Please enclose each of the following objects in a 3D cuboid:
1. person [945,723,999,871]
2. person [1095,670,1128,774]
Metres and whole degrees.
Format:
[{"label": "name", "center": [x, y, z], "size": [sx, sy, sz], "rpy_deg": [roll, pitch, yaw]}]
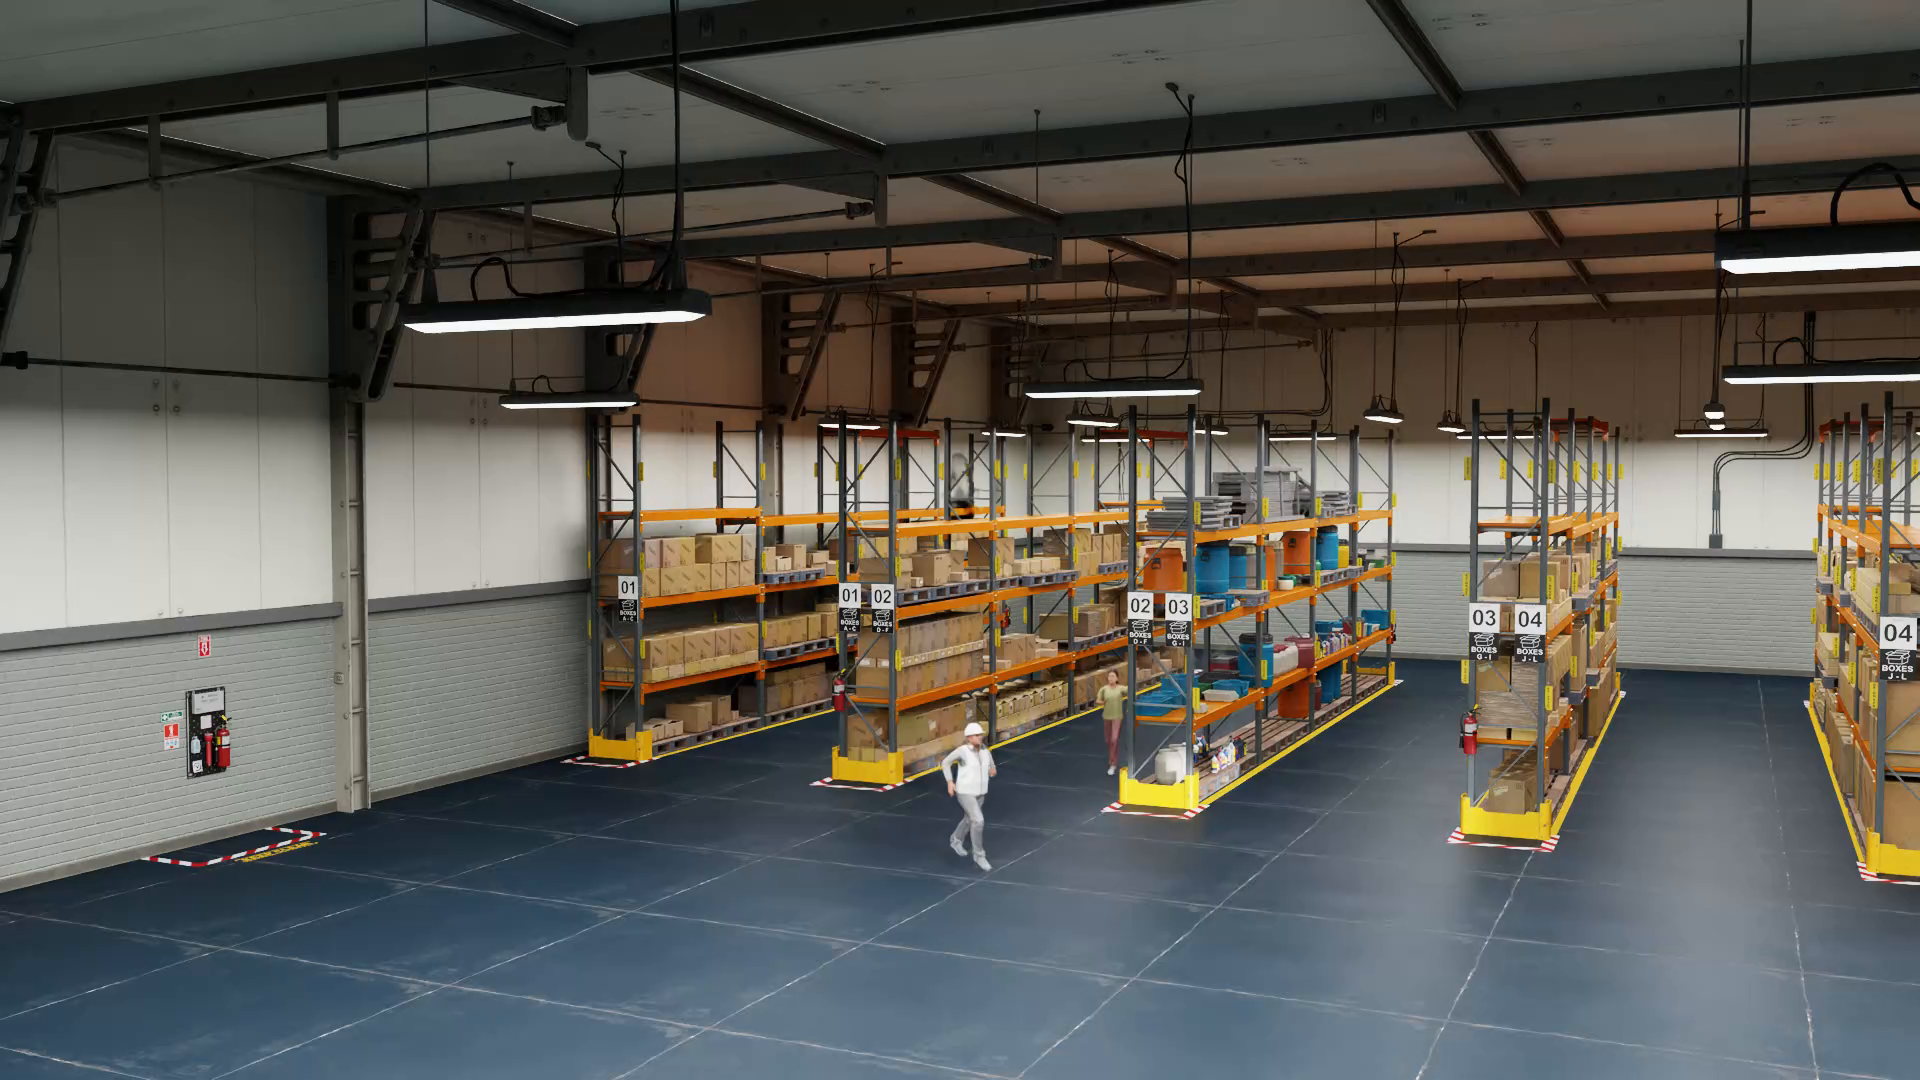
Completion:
[{"label": "person", "center": [0.176, 3.223, 21.128], "size": [0.636, 1.803, 0.910], "rpy_deg": [-2, 3, -43]}, {"label": "person", "center": [2.536, 3.000, 27.707], "size": [0.568, 1.667, 0.955], "rpy_deg": [1, 3, 21]}]
